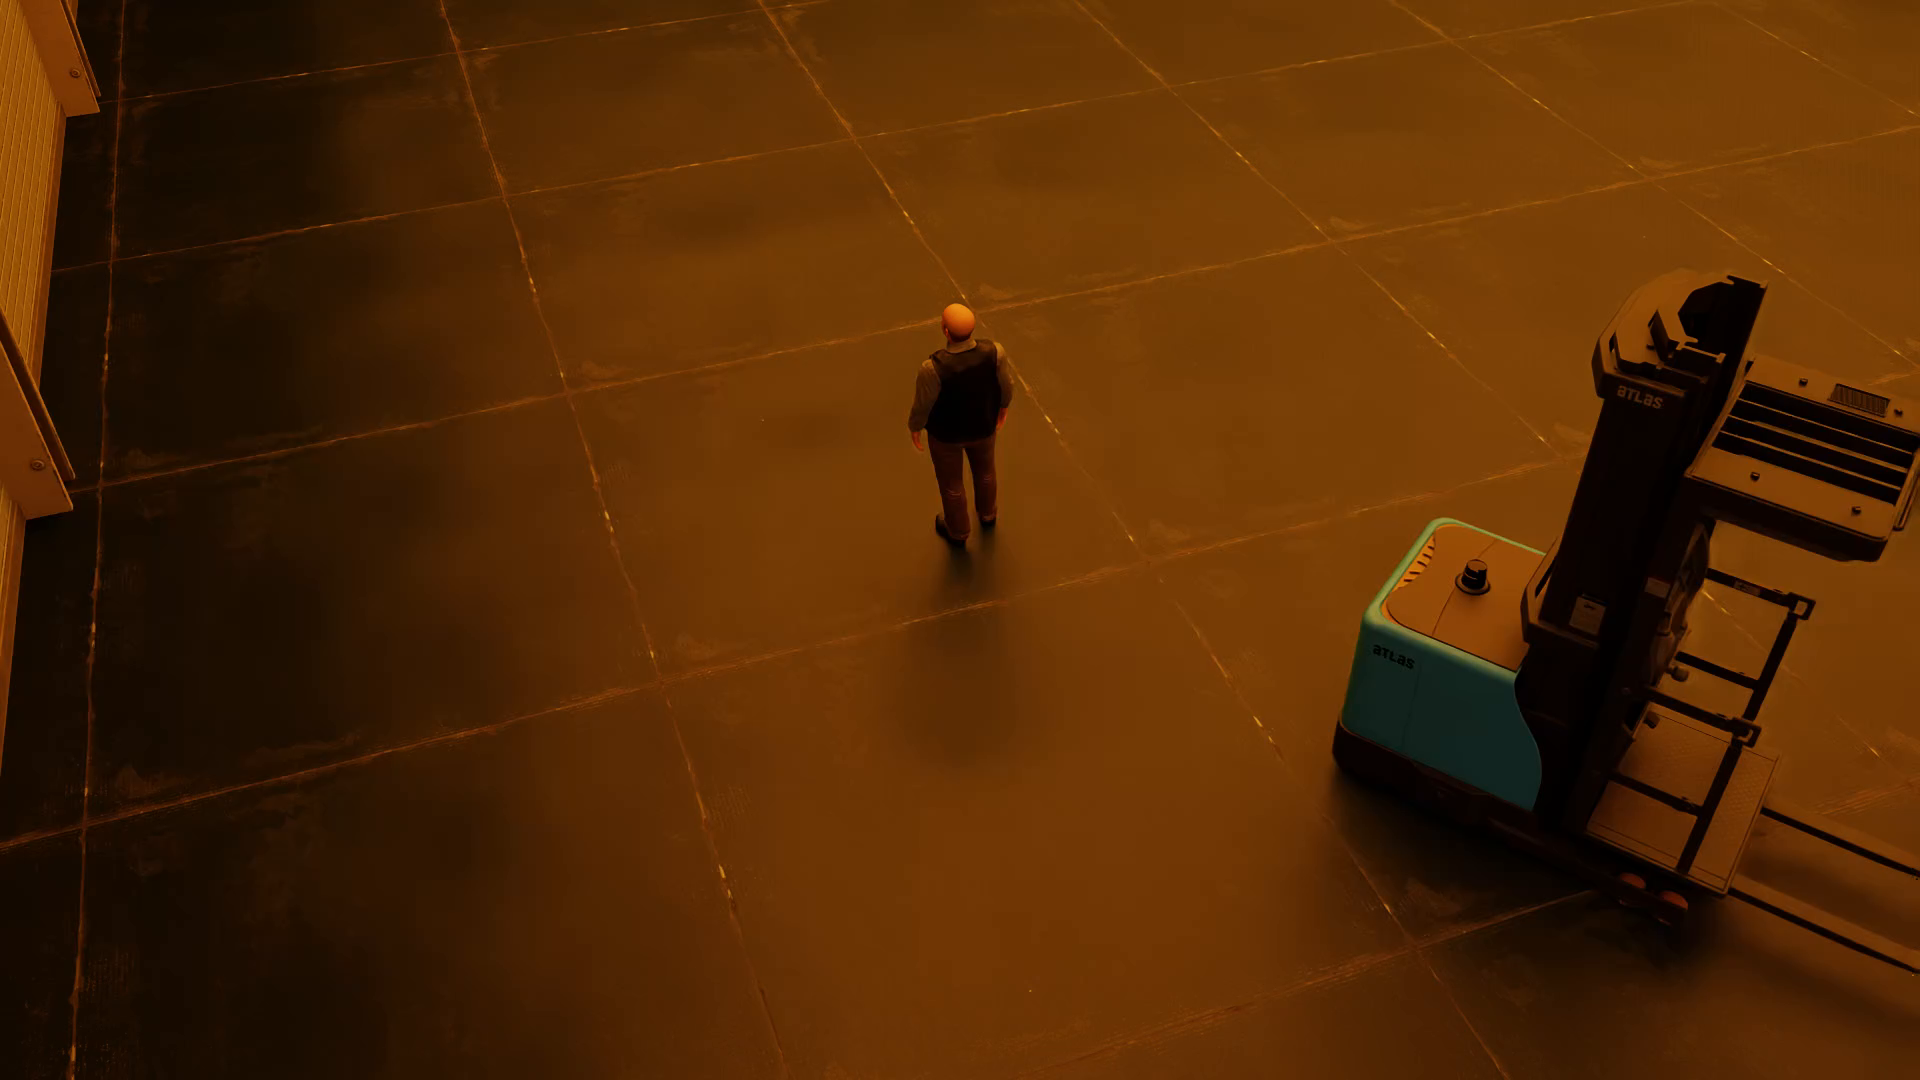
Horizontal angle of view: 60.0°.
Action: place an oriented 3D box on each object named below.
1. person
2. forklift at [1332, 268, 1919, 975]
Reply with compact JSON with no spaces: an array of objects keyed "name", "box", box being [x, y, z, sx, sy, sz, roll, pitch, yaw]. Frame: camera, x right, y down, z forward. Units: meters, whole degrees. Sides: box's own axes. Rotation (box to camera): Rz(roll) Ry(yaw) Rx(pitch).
[{"name":"person","box":[-0.015,-0.704,9.765,0.633,1.722,0.566,-13,42,-15]},{"name":"forklift","box":[3.479,0.348,7.582,3.031,2.935,1.130,24,45,26]}]
